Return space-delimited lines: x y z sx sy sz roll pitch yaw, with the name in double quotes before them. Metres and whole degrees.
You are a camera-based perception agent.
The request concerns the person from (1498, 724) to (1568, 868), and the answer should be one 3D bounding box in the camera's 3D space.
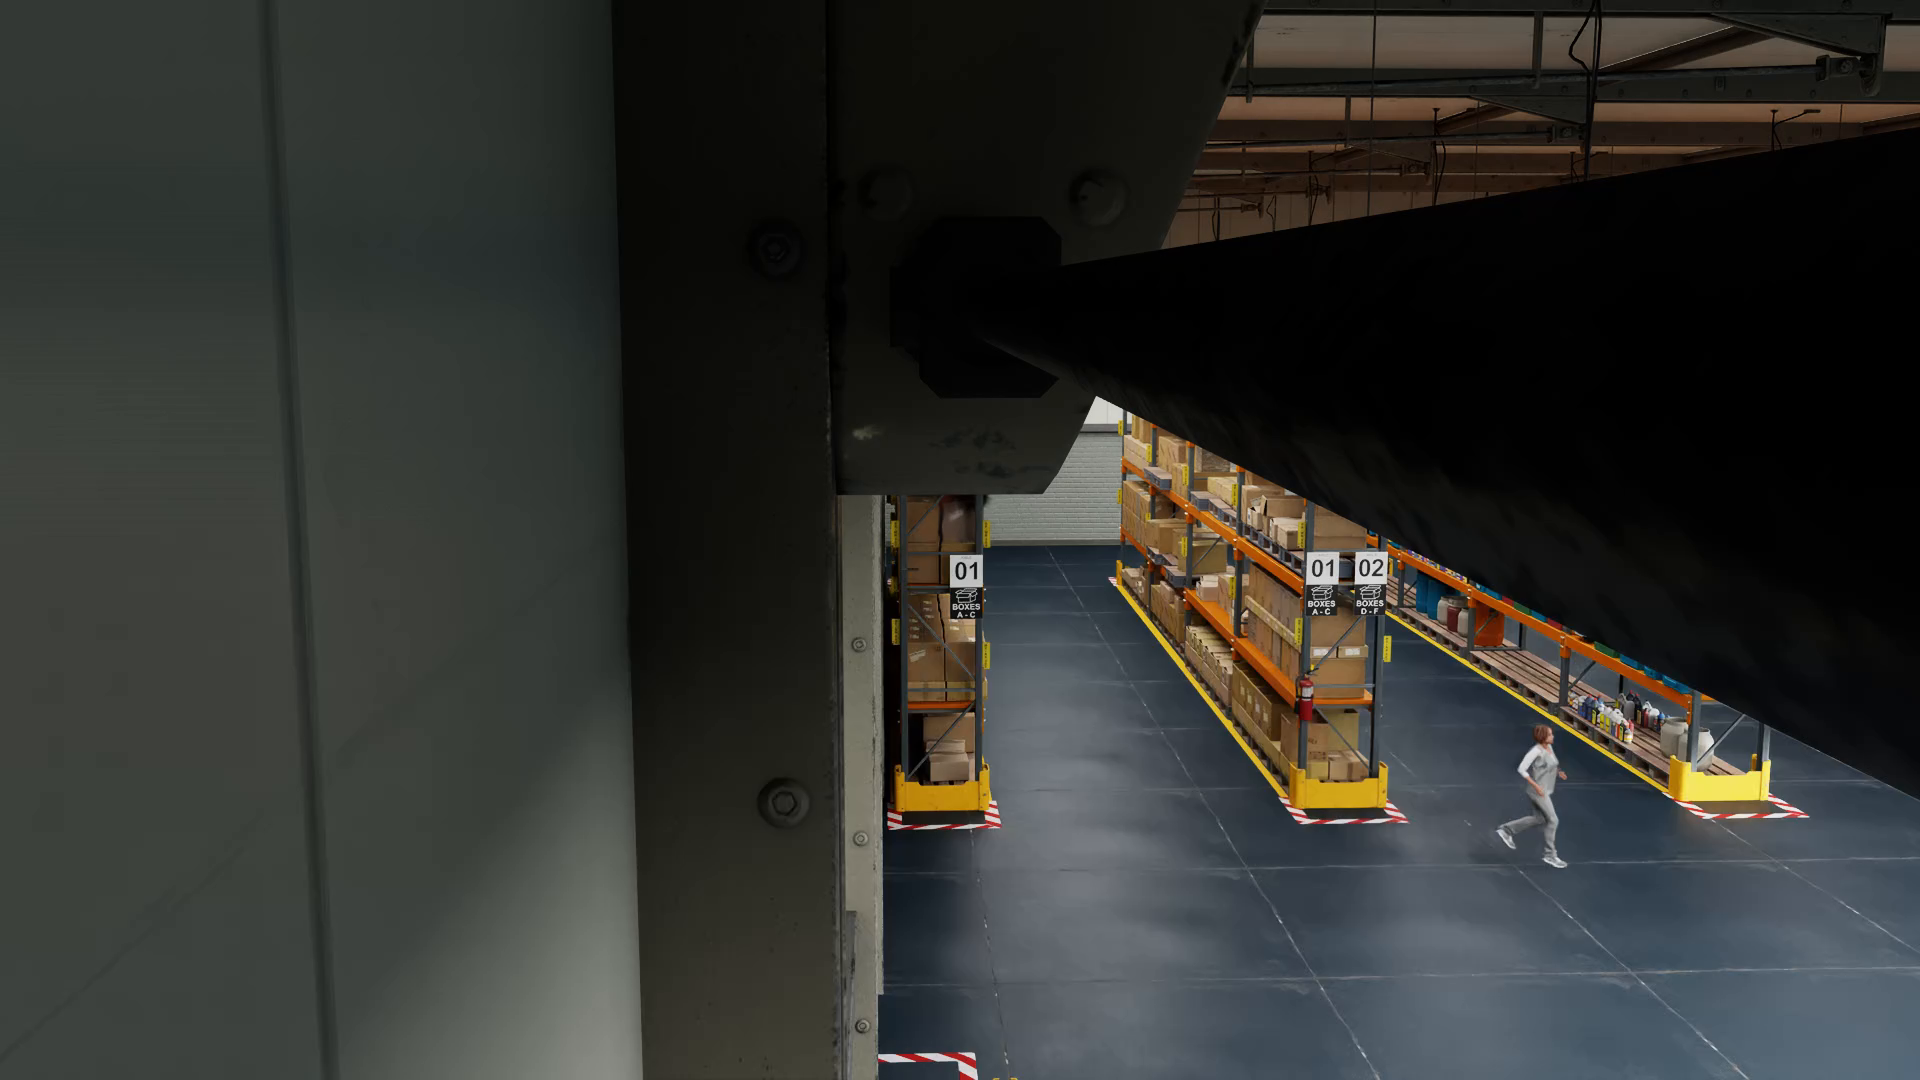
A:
"person" 6.435 2.828 18.594 0.777 1.600 0.530 5 10 31
